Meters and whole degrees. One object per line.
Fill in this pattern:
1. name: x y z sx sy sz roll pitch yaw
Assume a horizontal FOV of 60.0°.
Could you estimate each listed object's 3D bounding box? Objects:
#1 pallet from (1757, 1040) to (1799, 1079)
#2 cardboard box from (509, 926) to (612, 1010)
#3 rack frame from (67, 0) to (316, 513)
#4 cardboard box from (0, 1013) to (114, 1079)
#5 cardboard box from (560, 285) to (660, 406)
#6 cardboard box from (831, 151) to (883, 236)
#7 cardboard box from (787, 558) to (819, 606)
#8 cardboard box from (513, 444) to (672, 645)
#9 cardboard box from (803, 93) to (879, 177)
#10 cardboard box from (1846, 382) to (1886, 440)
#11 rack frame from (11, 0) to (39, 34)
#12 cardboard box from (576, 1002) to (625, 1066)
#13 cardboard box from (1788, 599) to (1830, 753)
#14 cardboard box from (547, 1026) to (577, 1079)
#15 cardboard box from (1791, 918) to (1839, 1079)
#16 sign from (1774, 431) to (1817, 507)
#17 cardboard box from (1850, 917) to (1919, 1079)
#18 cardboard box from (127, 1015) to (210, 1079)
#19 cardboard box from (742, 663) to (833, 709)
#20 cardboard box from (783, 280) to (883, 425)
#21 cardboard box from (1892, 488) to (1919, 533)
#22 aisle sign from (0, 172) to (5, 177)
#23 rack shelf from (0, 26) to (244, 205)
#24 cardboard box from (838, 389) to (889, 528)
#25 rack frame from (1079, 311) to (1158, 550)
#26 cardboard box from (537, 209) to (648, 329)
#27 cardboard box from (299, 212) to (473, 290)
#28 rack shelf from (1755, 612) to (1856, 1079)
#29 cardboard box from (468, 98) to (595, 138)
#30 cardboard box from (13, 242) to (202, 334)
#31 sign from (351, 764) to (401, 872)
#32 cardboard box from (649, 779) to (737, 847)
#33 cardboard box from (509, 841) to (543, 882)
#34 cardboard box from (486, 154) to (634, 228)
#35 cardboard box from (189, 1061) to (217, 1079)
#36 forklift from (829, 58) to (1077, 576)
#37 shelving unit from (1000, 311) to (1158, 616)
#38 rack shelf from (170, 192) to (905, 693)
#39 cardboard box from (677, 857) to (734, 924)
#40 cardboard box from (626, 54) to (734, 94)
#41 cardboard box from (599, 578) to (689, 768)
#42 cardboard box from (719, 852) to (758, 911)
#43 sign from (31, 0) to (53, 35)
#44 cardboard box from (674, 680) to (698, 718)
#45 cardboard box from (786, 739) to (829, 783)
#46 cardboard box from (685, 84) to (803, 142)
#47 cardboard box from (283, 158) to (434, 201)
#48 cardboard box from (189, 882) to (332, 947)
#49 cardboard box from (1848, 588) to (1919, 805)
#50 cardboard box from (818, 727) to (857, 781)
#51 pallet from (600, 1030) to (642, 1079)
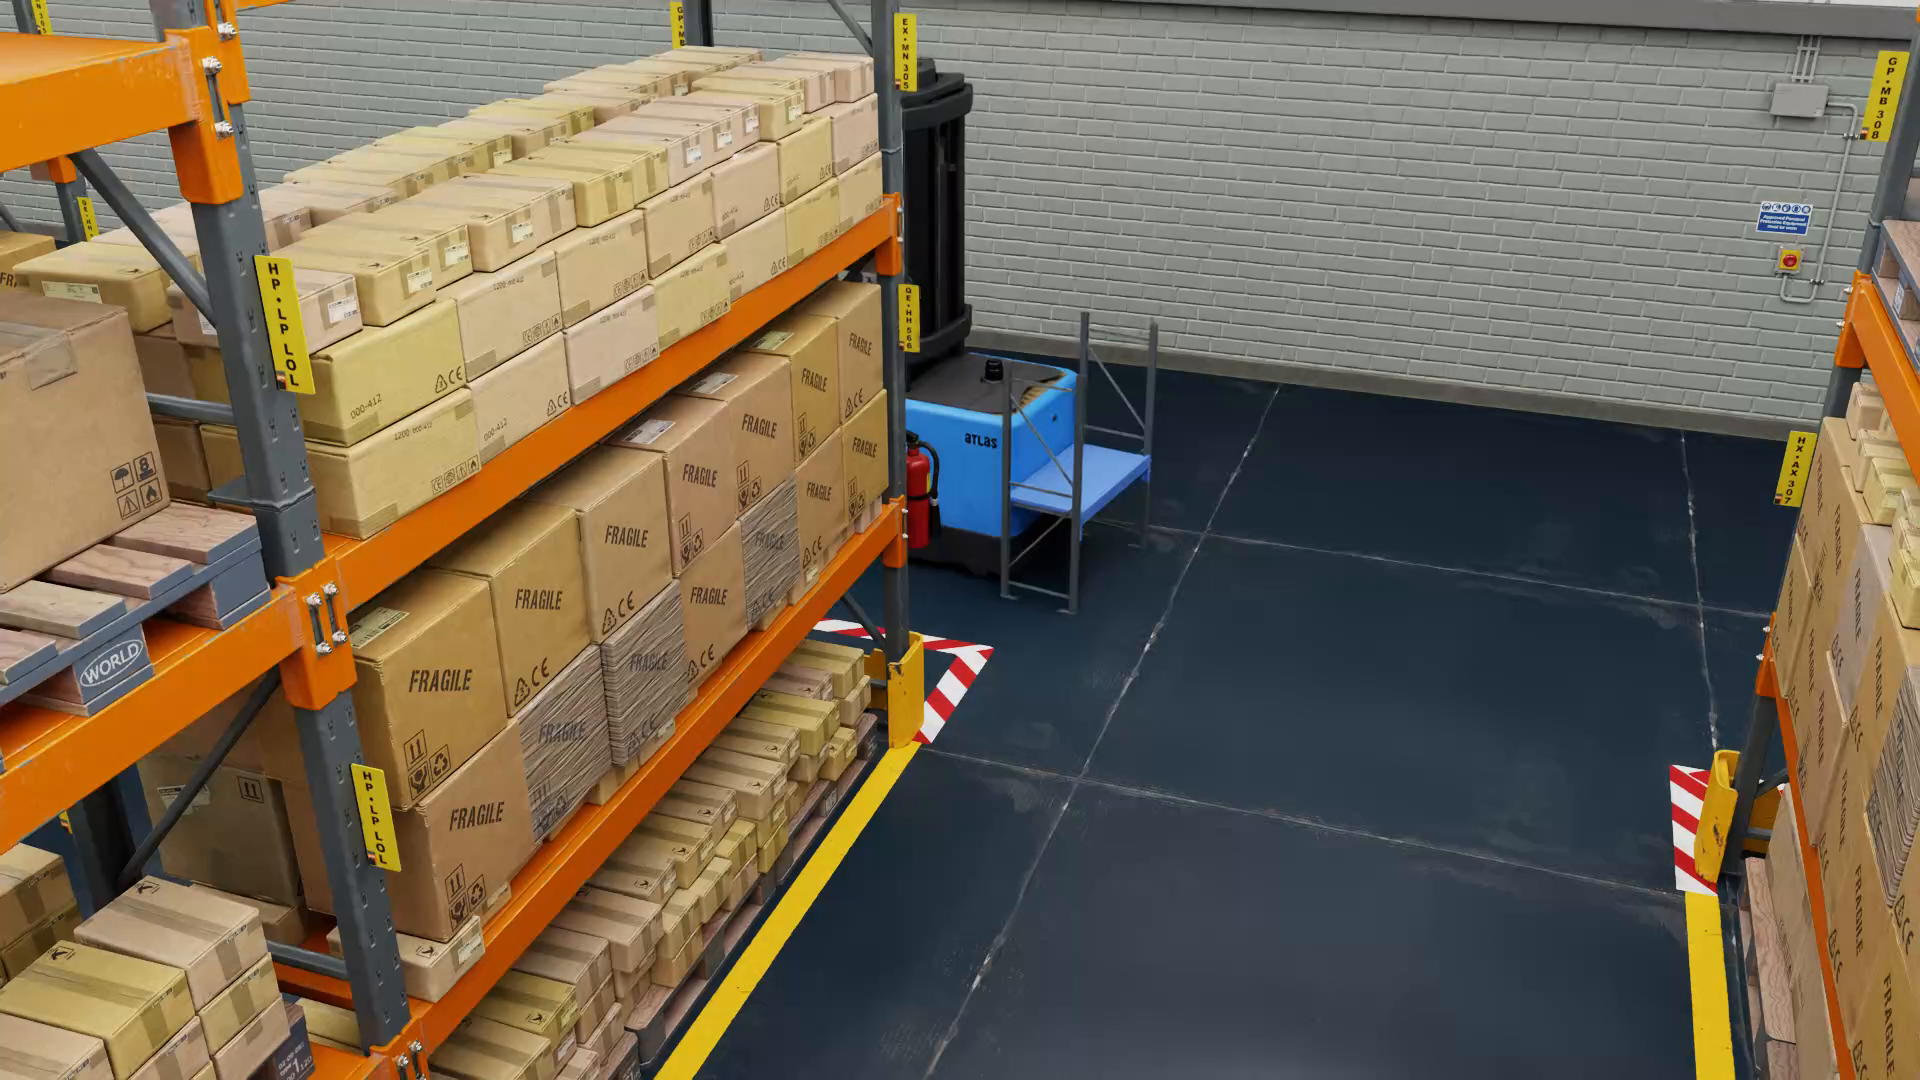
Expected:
1. pallet: 3.348 2.313 5.730 1.003 0.211 1.213 9 27 17
2. cardboard box: -1.524 1.575 6.163 0.380 0.149 0.250 8 27 16
3. rack frame: -2.084 -1.514 3.551 1.000 3.000 0.127 9 27 17
4. cardboard box: -2.210 1.252 3.846 0.380 0.149 0.250 8 27 16
5. cardboard box: -1.332 -0.667 5.416 0.500 0.250 0.500 10 28 20
6. cardboard box: -0.655 -1.515 7.167 0.500 0.250 0.500 8 27 16
7. cardboard box: -0.845 0.140 7.306 0.380 0.149 0.250 9 27 19
8. cardboard box: -1.349 -0.011 5.727 0.500 0.500 0.500 9 27 18
9. cardboard box: -0.667 -1.739 7.057 0.500 0.250 0.500 8 27 16
10. cardboard box: 3.569 -0.463 6.257 0.380 0.149 0.250 9 27 19
11. rack frame: -5.397 -3.919 8.518 1.000 3.000 0.127 9 27 17
12. cardboard box: -1.501 1.846 6.284 0.380 0.149 0.250 8 27 16
13. cardboard box: 3.376 0.541 6.076 0.500 0.500 0.500 8 27 17
14. cardboard box: -1.615 1.821 5.995 0.380 0.149 0.250 9 27 17
15. cardboard box: 3.526 1.846 5.954 0.875 0.438 0.875 9 27 19
16. sign: 3.427 -0.290 6.822 0.100 0.325 0.005 9 27 17
17. cardboard box: 2.697 1.377 4.349 0.500 0.500 0.500 8 27 16
18. cardboard box: -2.117 1.277 4.136 0.380 0.149 0.250 9 27 18
19. cardboard box: -0.828 0.718 7.932 0.380 0.149 0.250 9 27 18
20. cardboard box: -0.671 -0.863 7.486 0.500 0.500 0.500 8 27 16
21. cardboard box: 3.246 -0.028 5.360 0.380 0.149 0.250 9 27 18
22. aisle sign: -5.656 -2.462 9.409 0.394 0.787 0.004 9 27 17
23. rack shelf: -2.750 -0.189 2.098 1.077 0.370 4.000 9 27 17
24. cardboard box: -0.660 -0.415 7.709 0.500 0.500 0.500 9 27 18
25. rack frame: 0.968 -0.672 10.416 0.500 1.500 0.032 14 29 26
26. cardboard box: -1.347 -0.893 5.310 0.500 0.250 0.500 9 27 18
27. cardboard box: -1.607 -0.804 4.667 0.380 0.149 0.250 8 27 17
28. rack shelf: 3.283 1.364 5.316 1.077 0.370 4.000 9 27 17
29. cardboard box: -1.582 -1.526 6.159 0.380 0.149 0.250 10 27 19
30. cardboard box: -2.238 -0.669 4.389 0.380 0.149 0.250 8 27 15
31. sign: -1.560 0.744 4.443 0.100 0.325 0.005 9 27 17
32. cardboard box: -1.170 1.150 7.039 0.380 0.149 0.250 8 27 16
33. cardboard box: -1.626 0.996 5.539 0.380 0.149 0.250 8 27 15
34. cardboard box: -1.276 -1.119 5.317 0.380 0.149 0.250 10 28 20
35. cardboard box: -2.116 1.409 4.205 0.380 0.149 0.250 9 27 18
36. forklift: -0.783 -1.533 10.553 3.031 2.935 1.130 13 29 24
37. shelving unit: 0.719 -0.478 10.017 0.538 1.500 1.048 14 29 26
38. rack shelf: -1.419 -0.662 6.059 1.077 0.370 4.000 9 27 17
39. cardboard box: -1.159 1.409 6.846 0.380 0.149 0.250 9 27 18
40. cardboard box: -1.177 -1.943 7.019 0.380 0.149 0.250 10 28 20
41. cardboard box: -1.322 0.434 5.956 0.500 0.500 0.500 8 27 16
42. cardboard box: -1.096 1.426 7.152 0.380 0.149 0.250 9 27 18
43. sign: -4.890 -2.847 8.821 0.100 0.325 0.005 9 27 17
44. cardboard box: -1.244 0.565 6.429 0.380 0.149 0.250 10 28 19
45. cardboard box: -0.831 0.974 7.744 0.380 0.149 0.250 8 27 15
46. cardboard box: -0.832 -1.649 6.412 0.380 0.149 0.250 9 27 18
47. cardboard box: -1.899 -1.099 5.276 0.380 0.149 0.250 8 27 15
48. cardboard box: -2.210 1.148 5.226 0.380 0.149 0.250 8 27 17
49. cardboard box: 3.026 0.510 4.991 0.500 0.500 0.500 9 27 18
50. cardboard box: -0.722 1.003 8.026 0.380 0.149 0.250 10 27 19
51. pallet: -1.894 2.160 6.047 1.003 0.211 1.213 9 27 17
